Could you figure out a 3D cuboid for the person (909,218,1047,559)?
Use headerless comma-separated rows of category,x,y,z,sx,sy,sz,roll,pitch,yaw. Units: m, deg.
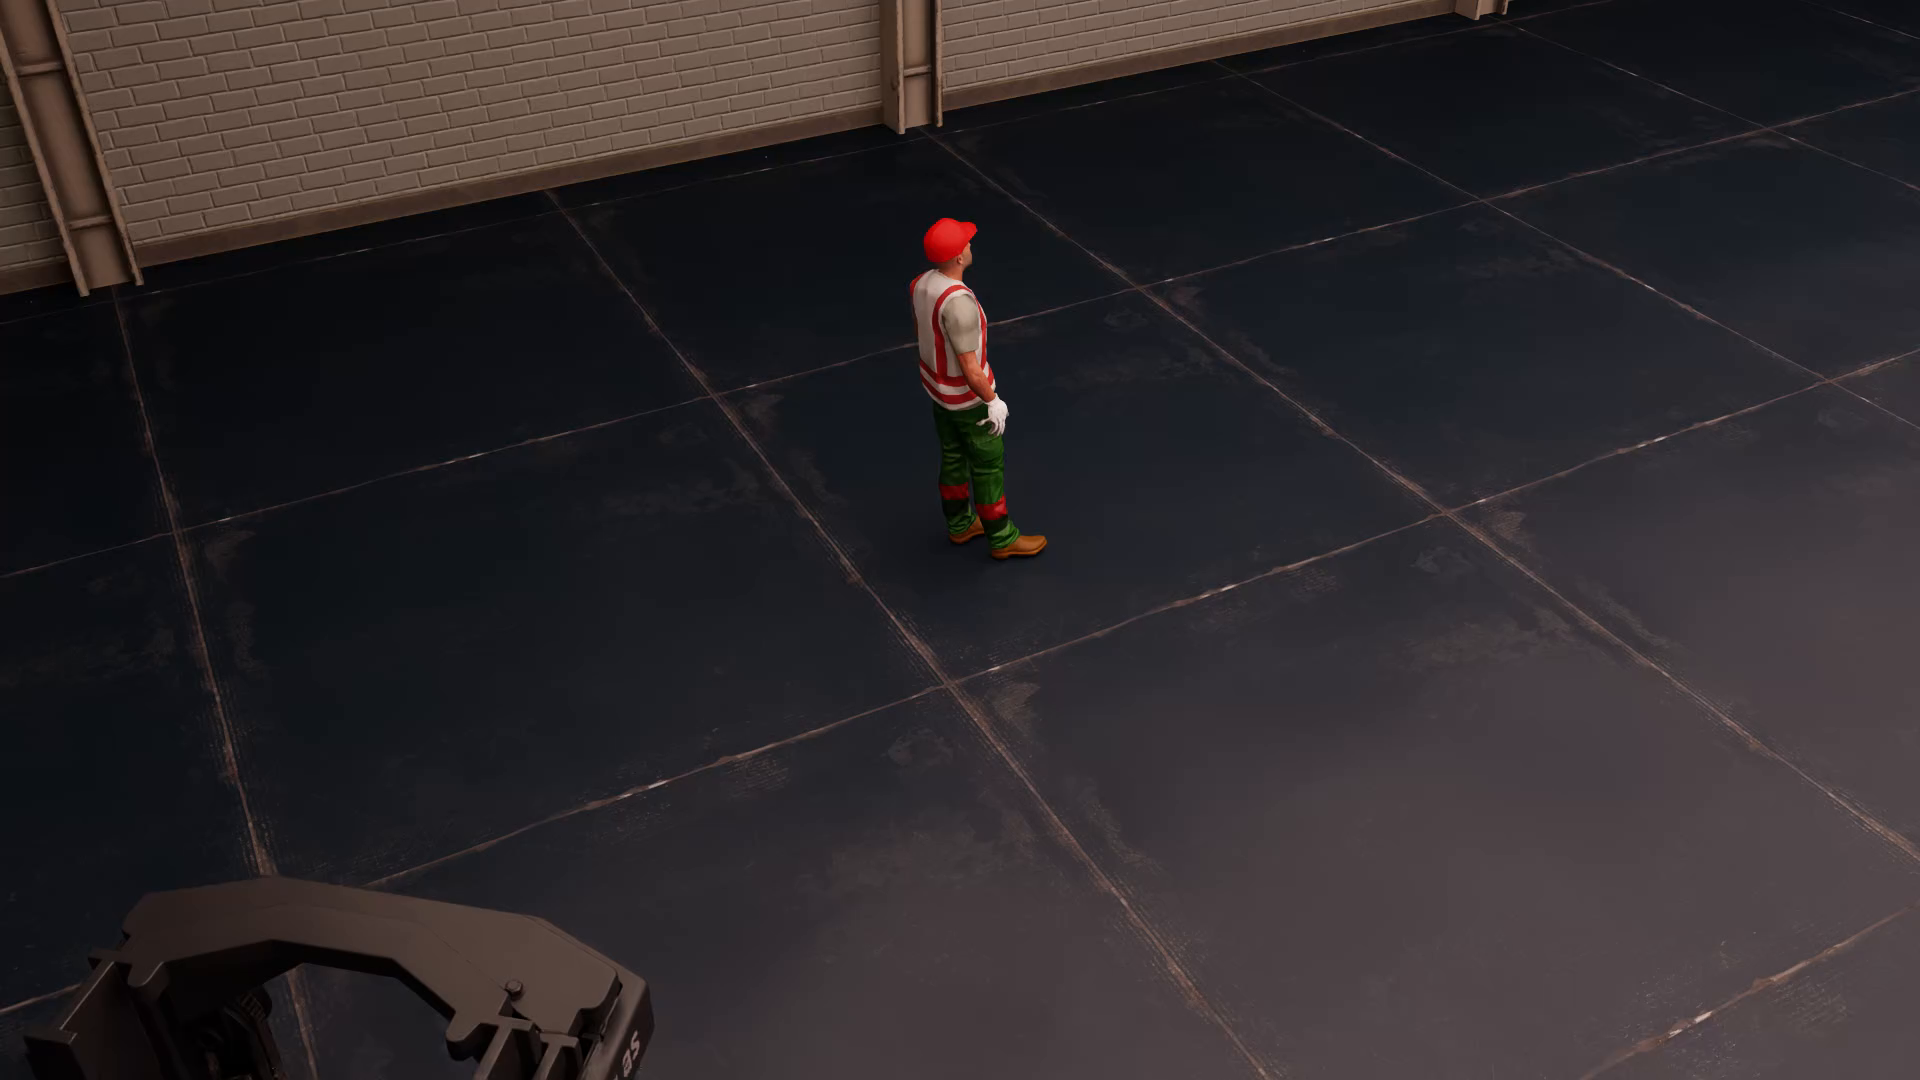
person,0.076,-0.752,8.163,0.564,1.787,0.637,-17,39,-23

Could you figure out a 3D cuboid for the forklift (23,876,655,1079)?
forklift,-1.117,2.179,3.041,1.130,2.935,3.031,7,36,9
